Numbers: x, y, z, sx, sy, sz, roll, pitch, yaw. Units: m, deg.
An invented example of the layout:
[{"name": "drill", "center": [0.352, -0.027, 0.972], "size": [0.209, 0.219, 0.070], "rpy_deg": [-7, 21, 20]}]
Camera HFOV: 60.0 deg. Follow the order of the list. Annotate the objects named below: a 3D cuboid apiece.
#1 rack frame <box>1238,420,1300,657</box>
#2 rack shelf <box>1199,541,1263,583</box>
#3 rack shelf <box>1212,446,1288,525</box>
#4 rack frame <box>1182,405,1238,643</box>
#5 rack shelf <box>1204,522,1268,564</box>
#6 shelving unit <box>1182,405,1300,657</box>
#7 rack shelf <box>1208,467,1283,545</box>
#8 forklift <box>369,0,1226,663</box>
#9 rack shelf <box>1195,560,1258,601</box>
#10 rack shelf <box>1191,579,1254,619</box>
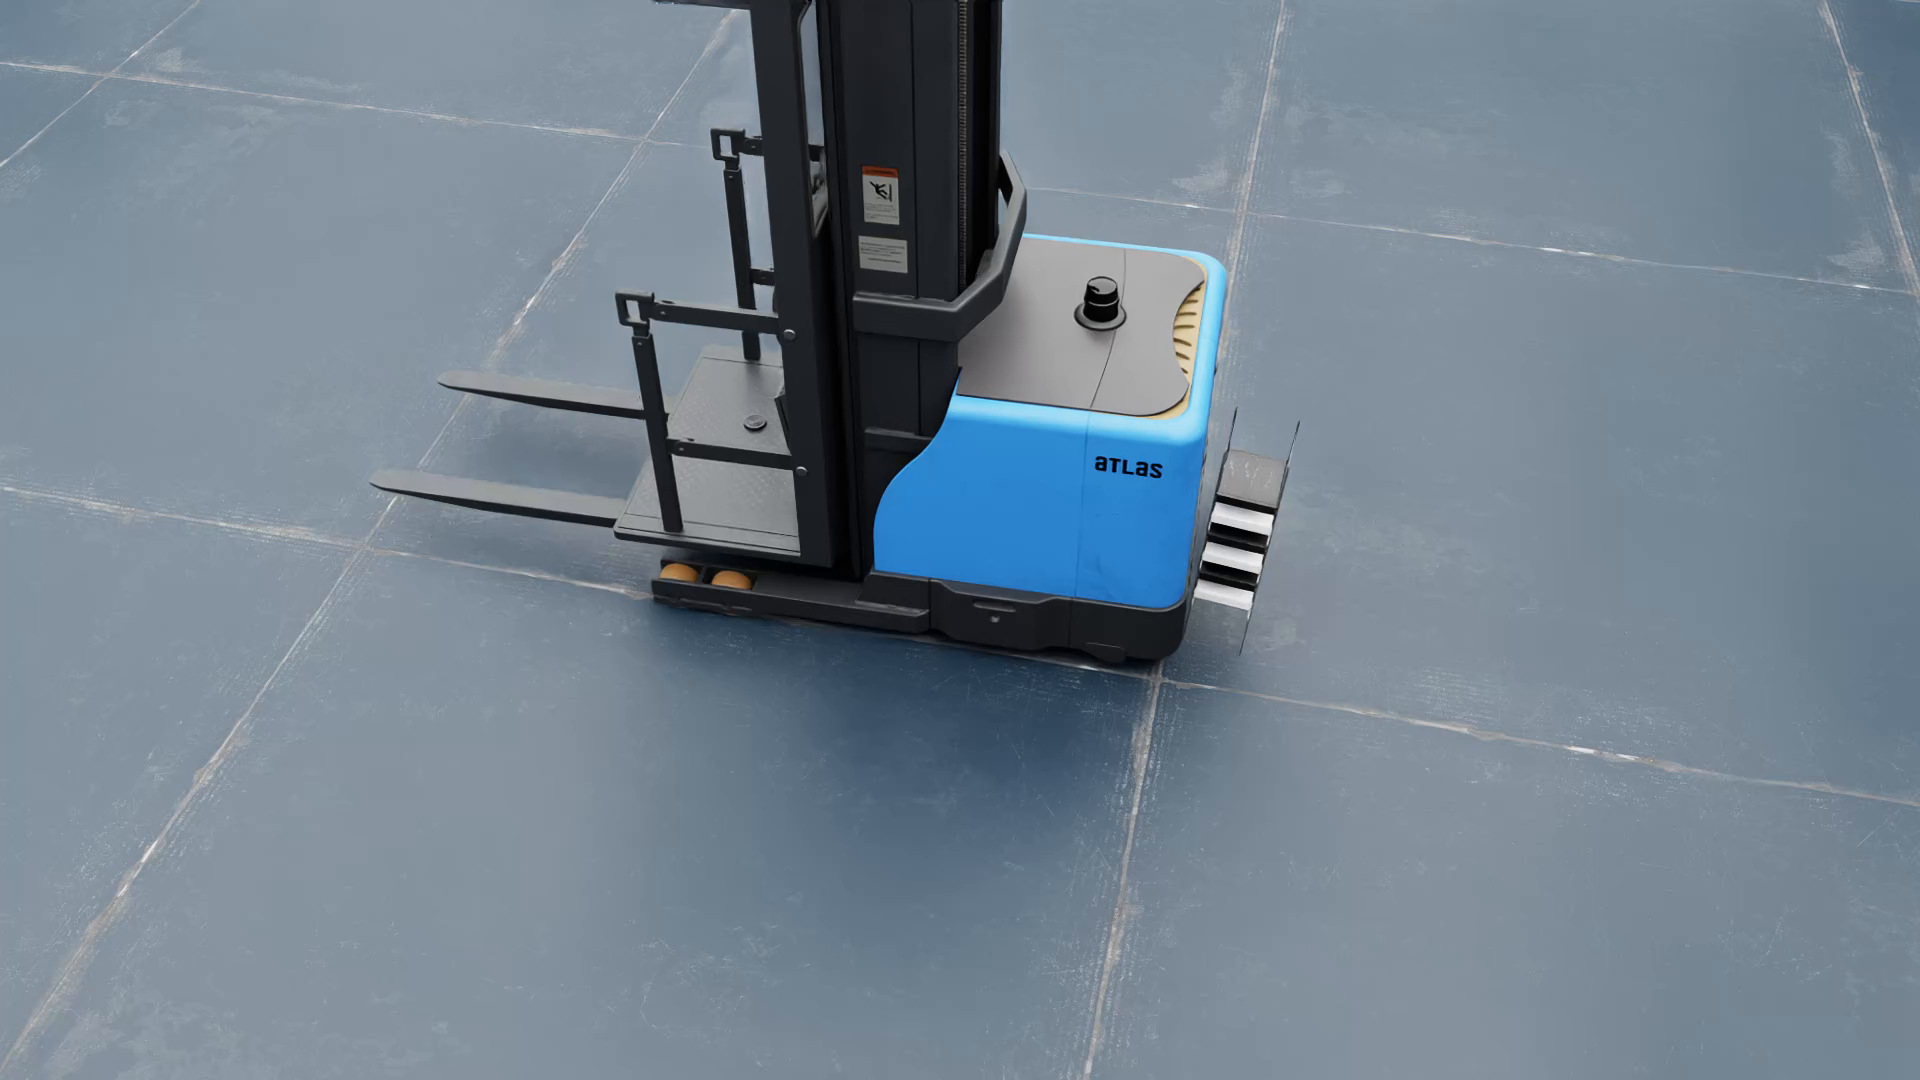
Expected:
[{"name": "rack frame", "center": [1.036, 0.011, 5.590], "size": [0.006, 0.900, 0.240], "rpy_deg": [14, 46, 9]}, {"name": "rack shelf", "center": [0.937, 0.010, 5.630], "size": [0.200, 0.077, 0.258], "rpy_deg": [14, 46, 9]}, {"name": "rack shelf", "center": [0.951, -0.181, 5.440], "size": [0.200, 0.077, 0.258], "rpy_deg": [14, 46, 9]}, {"name": "rack frame", "center": [0.841, -0.037, 5.623], "size": [0.006, 0.900, 0.240], "rpy_deg": [14, 46, 9]}, {"name": "rack shelf", "center": [0.942, -0.053, 5.567], "size": [0.200, 0.077, 0.258], "rpy_deg": [14, 46, 9]}, {"name": "shelving unit", "center": [0.938, -0.013, 5.607], "size": [0.210, 0.900, 0.258], "rpy_deg": [14, 46, 9]}, {"name": "rack shelf", "center": [0.946, -0.117, 5.504], "size": [0.200, 0.077, 0.258], "rpy_deg": [14, 46, 9]}, {"name": "forklift", "center": [-0.640, -1.136, 5.317], "size": [3.031, 2.935, 1.130], "rpy_deg": [8, 44, 8]}, {"name": "rack shelf", "center": [0.932, 0.074, 5.694], "size": [0.200, 0.077, 0.258], "rpy_deg": [14, 46, 9]}, {"name": "rack shelf", "center": [0.927, 0.138, 5.757], "size": [0.200, 0.077, 0.258], "rpy_deg": [14, 46, 9]}]
